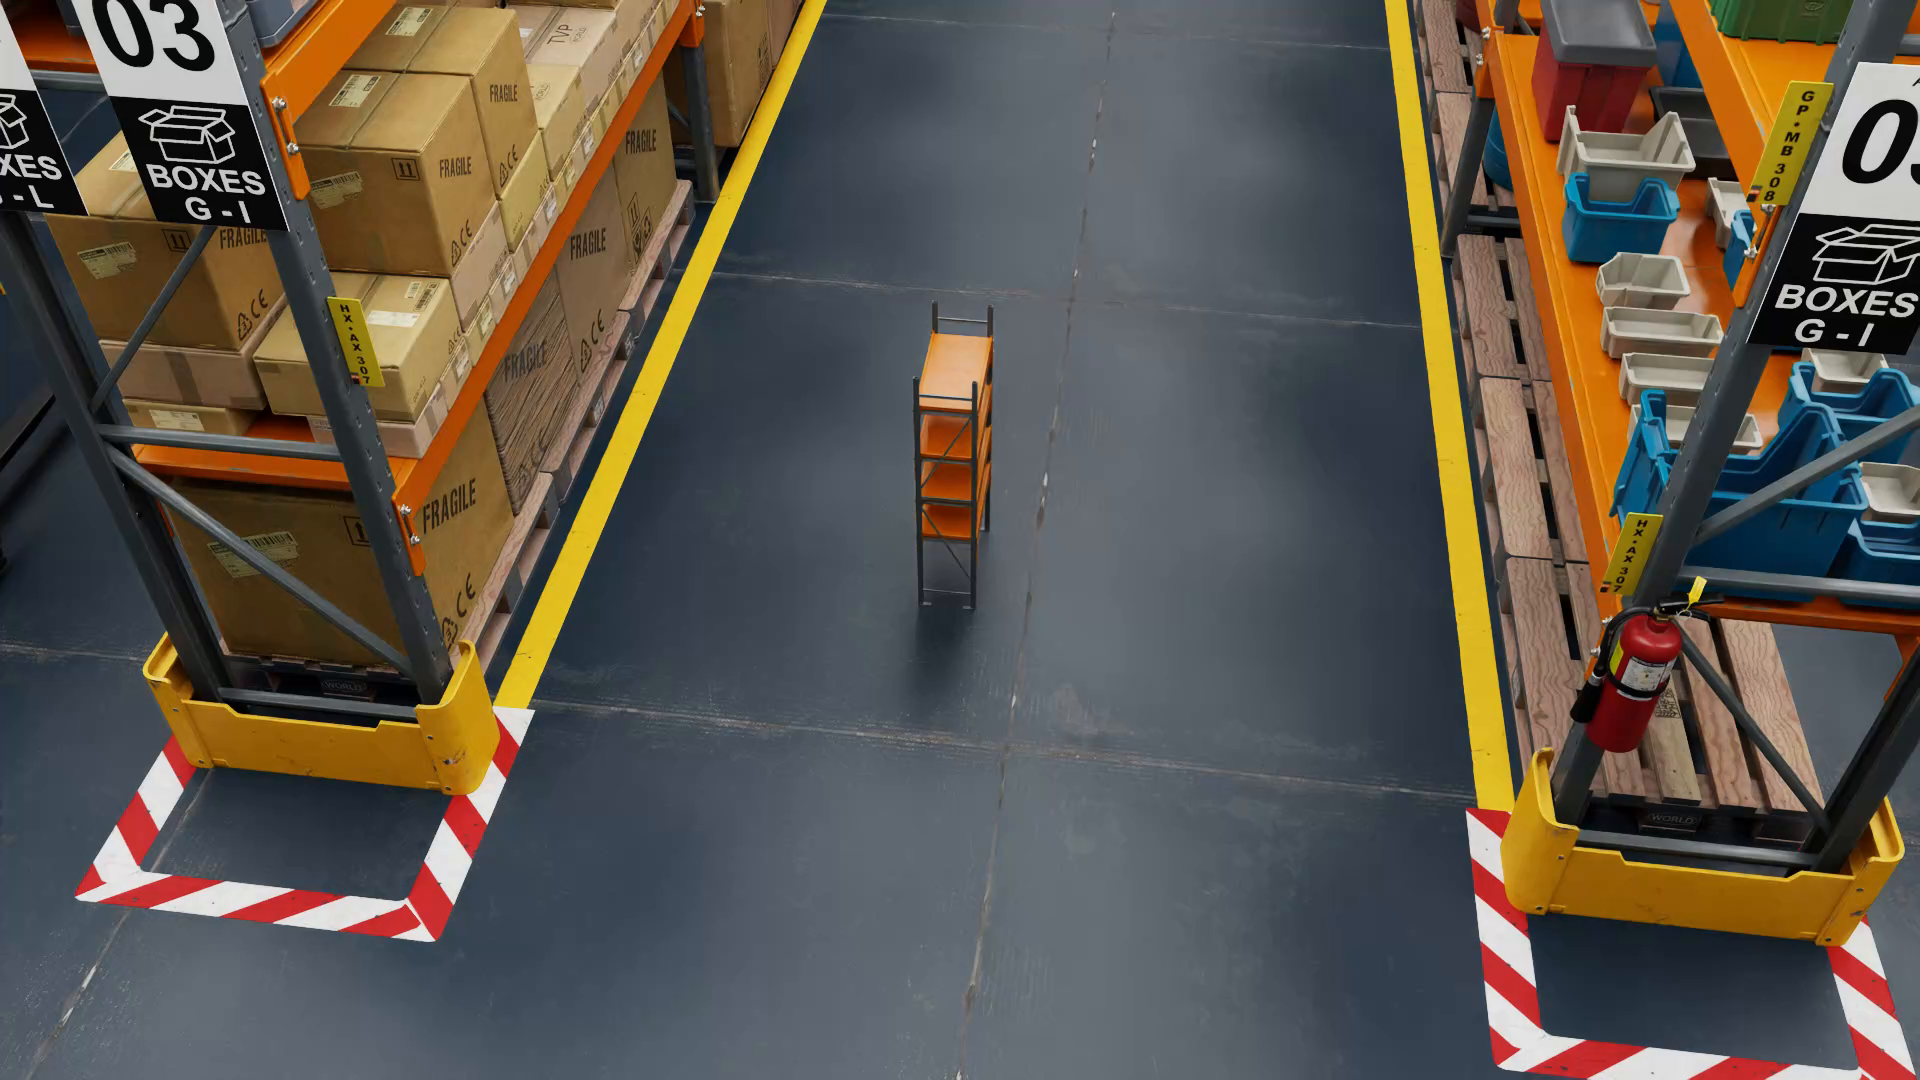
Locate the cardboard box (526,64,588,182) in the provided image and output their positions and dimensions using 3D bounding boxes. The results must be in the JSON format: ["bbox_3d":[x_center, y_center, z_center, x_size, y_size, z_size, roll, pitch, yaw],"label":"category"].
[{"bbox_3d":[-1.849,-1.717,6.796,0.500,0.250,0.500,4,44,5],"label":"cardboard box"}]

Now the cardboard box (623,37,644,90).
[{"bbox_3d":[-1.665,-2.179,7.575,0.380,0.149,0.250,6,44,6],"label":"cardboard box"}]

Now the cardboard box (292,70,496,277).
[{"bbox_3d":[-1.979,-1.277,5.786,0.500,0.500,0.500,4,44,4],"label":"cardboard box"}]

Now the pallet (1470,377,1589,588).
[{"bbox_3d":[2.845,-0.232,7.364,1.003,0.211,1.213,5,44,6],"label":"pallet"}]

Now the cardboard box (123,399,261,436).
[{"bbox_3d":[-2.655,-0.489,5.790,0.380,0.149,0.250,6,44,6],"label":"cardboard box"}]

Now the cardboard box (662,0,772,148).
[{"bbox_3d":[-1.782,-2.853,9.343,1.225,0.875,0.875,5,44,6],"label":"cardboard box"}]

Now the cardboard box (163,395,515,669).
[{"bbox_3d":[-2.371,-0.132,6.470,0.875,0.875,0.875,5,44,6],"label":"cardboard box"}]

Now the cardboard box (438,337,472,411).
[{"bbox_3d":[-1.969,-0.603,5.910,0.380,0.149,0.250,5,44,5],"label":"cardboard box"}]

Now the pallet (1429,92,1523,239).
[{"bbox_3d":[3.206,-2.093,9.329,1.003,0.211,1.213,5,44,6],"label":"pallet"}]

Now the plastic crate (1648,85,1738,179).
[{"bbox_3d":[3.181,-1.718,7.062,0.437,0.125,0.590,5,44,6],"label":"plastic crate"}]

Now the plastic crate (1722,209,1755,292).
[{"bbox_3d":[3.106,-1.059,6.287,0.416,0.233,0.300,5,44,6],"label":"plastic crate"}]

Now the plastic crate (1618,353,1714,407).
[{"bbox_3d":[2.515,-0.552,5.821,0.396,0.136,0.243,5,44,6],"label":"plastic crate"}]

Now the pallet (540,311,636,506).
[{"bbox_3d":[-2.184,-0.676,7.833,1.003,0.211,1.213,5,44,6],"label":"pallet"}]

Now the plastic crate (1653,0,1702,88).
[{"bbox_3d":[3.339,-2.250,7.435,0.392,0.384,0.575,5,44,6],"label":"plastic crate"}]

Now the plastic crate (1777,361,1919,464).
[{"bbox_3d":[2.980,-0.405,5.597,0.416,0.233,0.300,5,44,6],"label":"plastic crate"}]

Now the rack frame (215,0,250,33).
[{"bbox_3d":[-2.376,-2.486,3.353,1.000,3.000,0.127,5,44,6],"label":"rack frame"}]

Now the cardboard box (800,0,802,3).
[{"bbox_3d":[-1.556,-4.065,10.624,1.225,0.875,0.875,5,44,6],"label":"cardboard box"}]

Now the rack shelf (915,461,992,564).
[{"bbox_3d":[-0.022,-0.130,6.923,0.258,0.148,0.480,5,44,6],"label":"rack shelf"}]

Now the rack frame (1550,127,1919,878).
[{"bbox_3d":[2.534,0.143,4.940,1.000,3.000,0.127,5,44,6],"label":"rack frame"}]

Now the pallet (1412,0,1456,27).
[{"bbox_3d":[3.528,-3.756,11.085,1.003,0.211,1.213,5,44,6],"label":"pallet"}]

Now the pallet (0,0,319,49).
[{"bbox_3d":[-2.288,-1.871,4.949,1.003,0.211,1.213,5,44,6],"label":"pallet"}]

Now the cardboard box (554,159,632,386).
[{"bbox_3d":[-2.133,-1.359,7.765,0.875,0.875,0.875,5,44,6],"label":"cardboard box"}]

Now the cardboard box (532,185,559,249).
[{"bbox_3d":[-1.834,-1.305,6.651,0.380,0.149,0.250,5,44,5],"label":"cardboard box"}]

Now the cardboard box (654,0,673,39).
[{"bbox_3d":[-1.597,-2.529,7.944,0.380,0.149,0.250,6,44,6],"label":"cardboard box"}]

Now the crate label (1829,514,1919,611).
[{"bbox_3d":[2.893,0.043,5.123,0.416,0.233,0.303,5,44,6],"label":"crate label"}]

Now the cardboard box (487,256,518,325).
[{"bbox_3d":[-1.903,-0.956,6.283,0.380,0.149,0.250,5,44,5],"label":"cardboard box"}]

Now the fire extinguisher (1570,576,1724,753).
[{"bbox_3d":[2.063,0.368,5.030,0.296,0.674,0.183,5,44,6],"label":"fire extinguisher"}]

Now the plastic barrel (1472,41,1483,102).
[{"bbox_3d":[3.245,-2.826,9.296,0.600,0.901,0.708,5,44,6],"label":"plastic barrel"}]

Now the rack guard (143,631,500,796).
[{"bbox_3d":[-2.379,0.616,6.258,1.175,0.500,0.348,5,44,6],"label":"rack guard"}]

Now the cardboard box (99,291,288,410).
[{"bbox_3d":[-2.575,-0.716,5.739,0.500,0.250,0.500,5,44,5],"label":"cardboard box"}]

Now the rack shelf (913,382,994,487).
[{"bbox_3d":[-0.022,-0.436,6.633,0.258,0.148,0.480,5,44,6],"label":"rack shelf"}]

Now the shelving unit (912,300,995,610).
[{"bbox_3d":[-0.022,-0.323,6.741,0.258,1.200,0.503,5,44,6],"label":"shelving unit"}]

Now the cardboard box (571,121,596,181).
[{"bbox_3d":[-1.767,-1.656,7.022,0.380,0.149,0.250,6,44,6],"label":"cardboard box"}]

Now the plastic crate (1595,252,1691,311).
[{"bbox_3d":[2.548,-0.947,6.239,0.298,0.136,0.250,5,44,6],"label":"plastic crate"}]

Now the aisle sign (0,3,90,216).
[{"bbox_3d":[-2.683,-1.230,4.499,0.394,0.787,0.004,5,44,6],"label":"aisle sign"}]

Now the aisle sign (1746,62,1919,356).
[{"bbox_3d":[2.234,-0.779,4.022,0.394,0.787,0.004,5,44,6],"label":"aisle sign"}]

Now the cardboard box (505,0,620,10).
[{"bbox_3d":[-1.713,-2.681,7.269,0.500,0.500,0.500,6,44,6],"label":"cardboard box"}]

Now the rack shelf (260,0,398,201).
[{"bbox_3d":[-2.112,-2.499,6.071,1.077,0.370,4.000,5,44,6],"label":"rack shelf"}]

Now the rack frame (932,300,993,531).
[{"bbox_3d":[0.010,-0.489,6.916,0.240,1.200,0.015,5,44,6],"label":"rack frame"}]

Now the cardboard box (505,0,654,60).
[{"bbox_3d":[-1.711,-2.410,7.528,0.500,0.250,0.500,6,44,7],"label":"cardboard box"}]

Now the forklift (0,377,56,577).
[{"bbox_3d":[-4.666,-0.746,5.928,1.130,2.935,3.031,5,44,5],"label":"forklift"}]

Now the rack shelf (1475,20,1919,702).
[{"bbox_3d":[2.798,-0.959,6.627,1.077,0.370,4.000,5,44,6],"label":"rack shelf"}]

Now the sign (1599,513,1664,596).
[{"bbox_3d":[1.986,0.044,4.925,0.100,0.325,0.005,5,44,6],"label":"sign"}]

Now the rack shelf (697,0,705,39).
[{"bbox_3d":[-1.583,-4.135,9.981,1.077,0.370,4.000,5,44,6],"label":"rack shelf"}]

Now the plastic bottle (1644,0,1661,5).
[{"bbox_3d":[3.436,-2.804,8.087,0.144,0.351,0.185,5,44,6],"label":"plastic bottle"}]

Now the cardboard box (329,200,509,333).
[{"bbox_3d":[-1.983,-1.019,6.059,0.500,0.250,0.500,5,44,5],"label":"cardboard box"}]

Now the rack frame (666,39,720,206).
[{"bbox_3d":[-1.847,-3.034,8.294,1.000,3.000,0.127,5,44,6],"label":"rack frame"}]

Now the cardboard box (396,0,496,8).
[{"bbox_3d":[-2.301,-2.366,6.937,0.500,0.500,0.500,4,44,4],"label":"cardboard box"}]

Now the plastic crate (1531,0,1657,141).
[{"bbox_3d":[2.696,-2.043,7.158,0.402,0.464,0.583,5,44,6],"label":"plastic crate"}]
